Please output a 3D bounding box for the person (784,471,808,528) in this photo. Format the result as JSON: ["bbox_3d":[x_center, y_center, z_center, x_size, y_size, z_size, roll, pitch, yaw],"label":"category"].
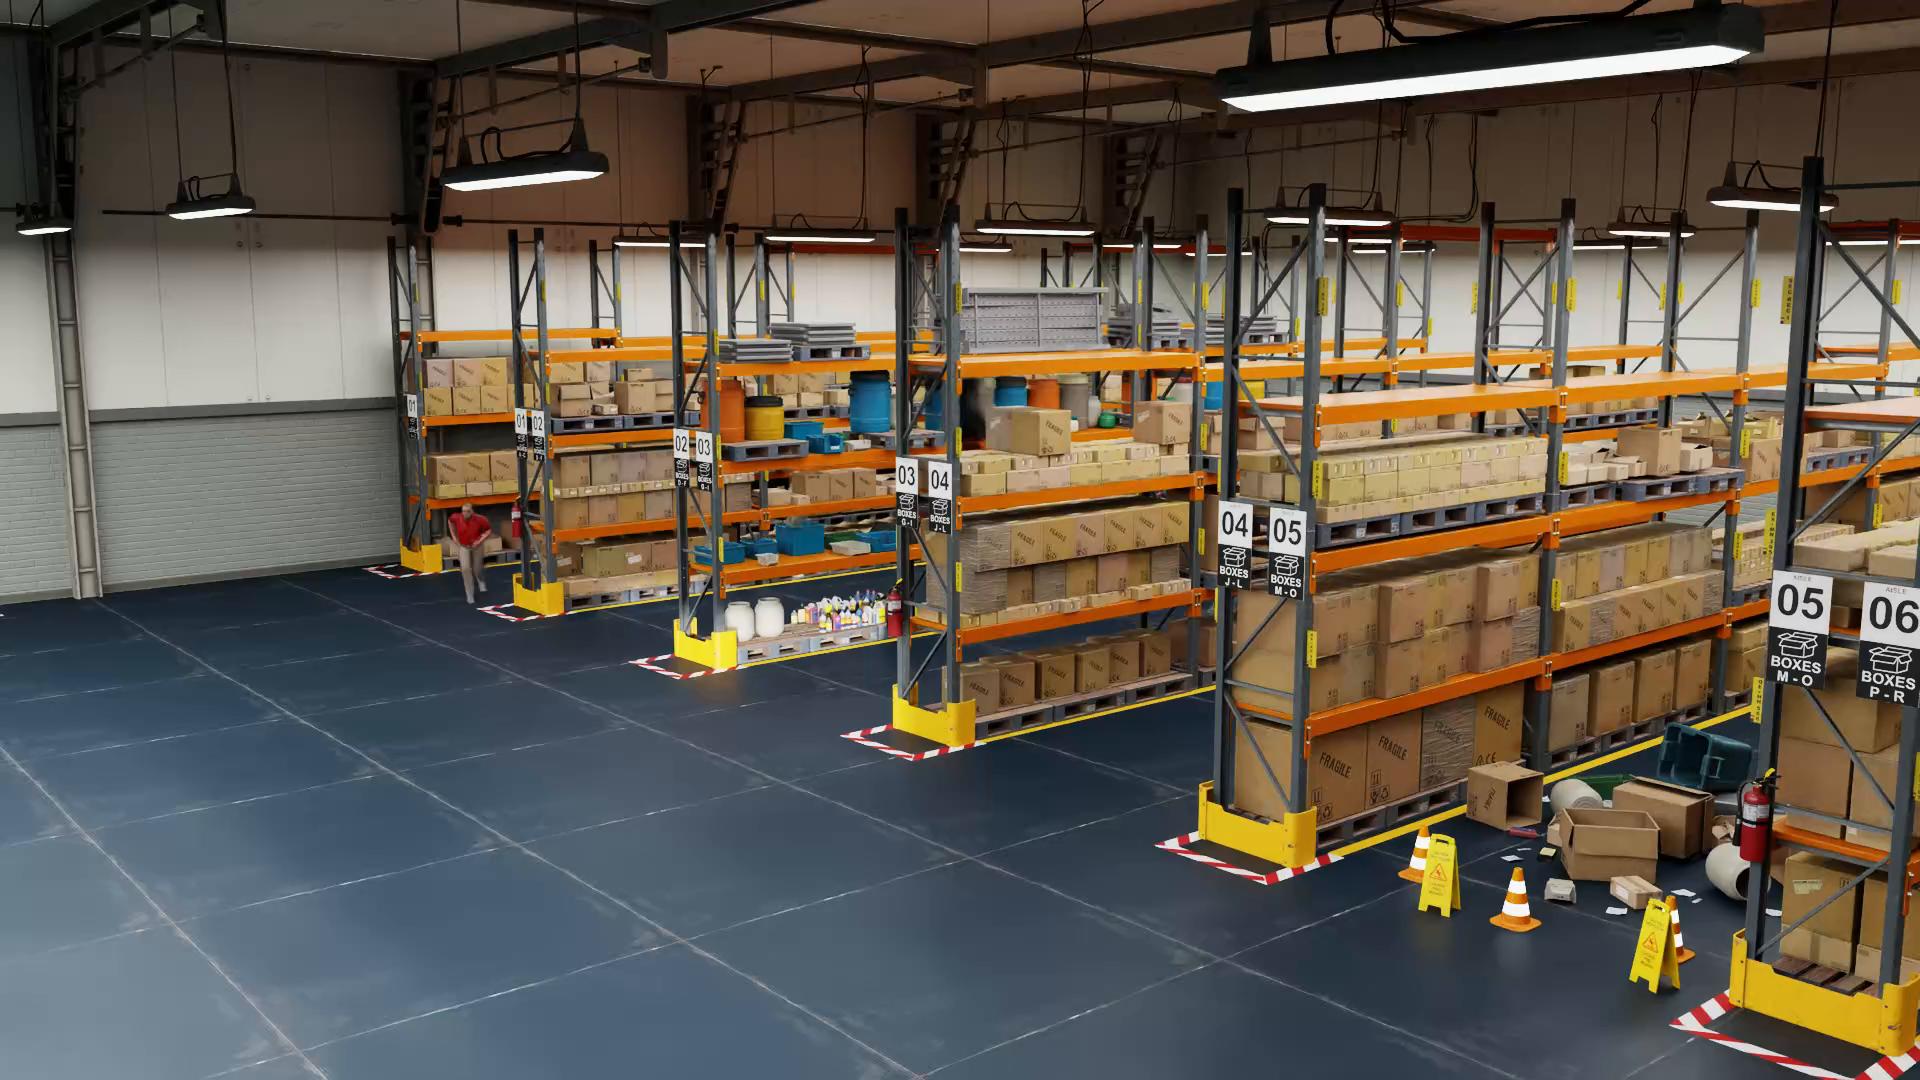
[{"bbox_3d":[-3.093,-0.508,31.761,0.561,1.622,0.595,-8,12,-41],"label":"person"}]

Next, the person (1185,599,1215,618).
[{"bbox_3d":[3.563,0.349,24.441,0.698,1.686,0.508,-9,12,-44],"label":"person"}]

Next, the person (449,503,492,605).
[{"bbox_3d":[-8.028,0.183,27.399,0.705,1.696,1.007,-1,9,-4],"label":"person"}]
